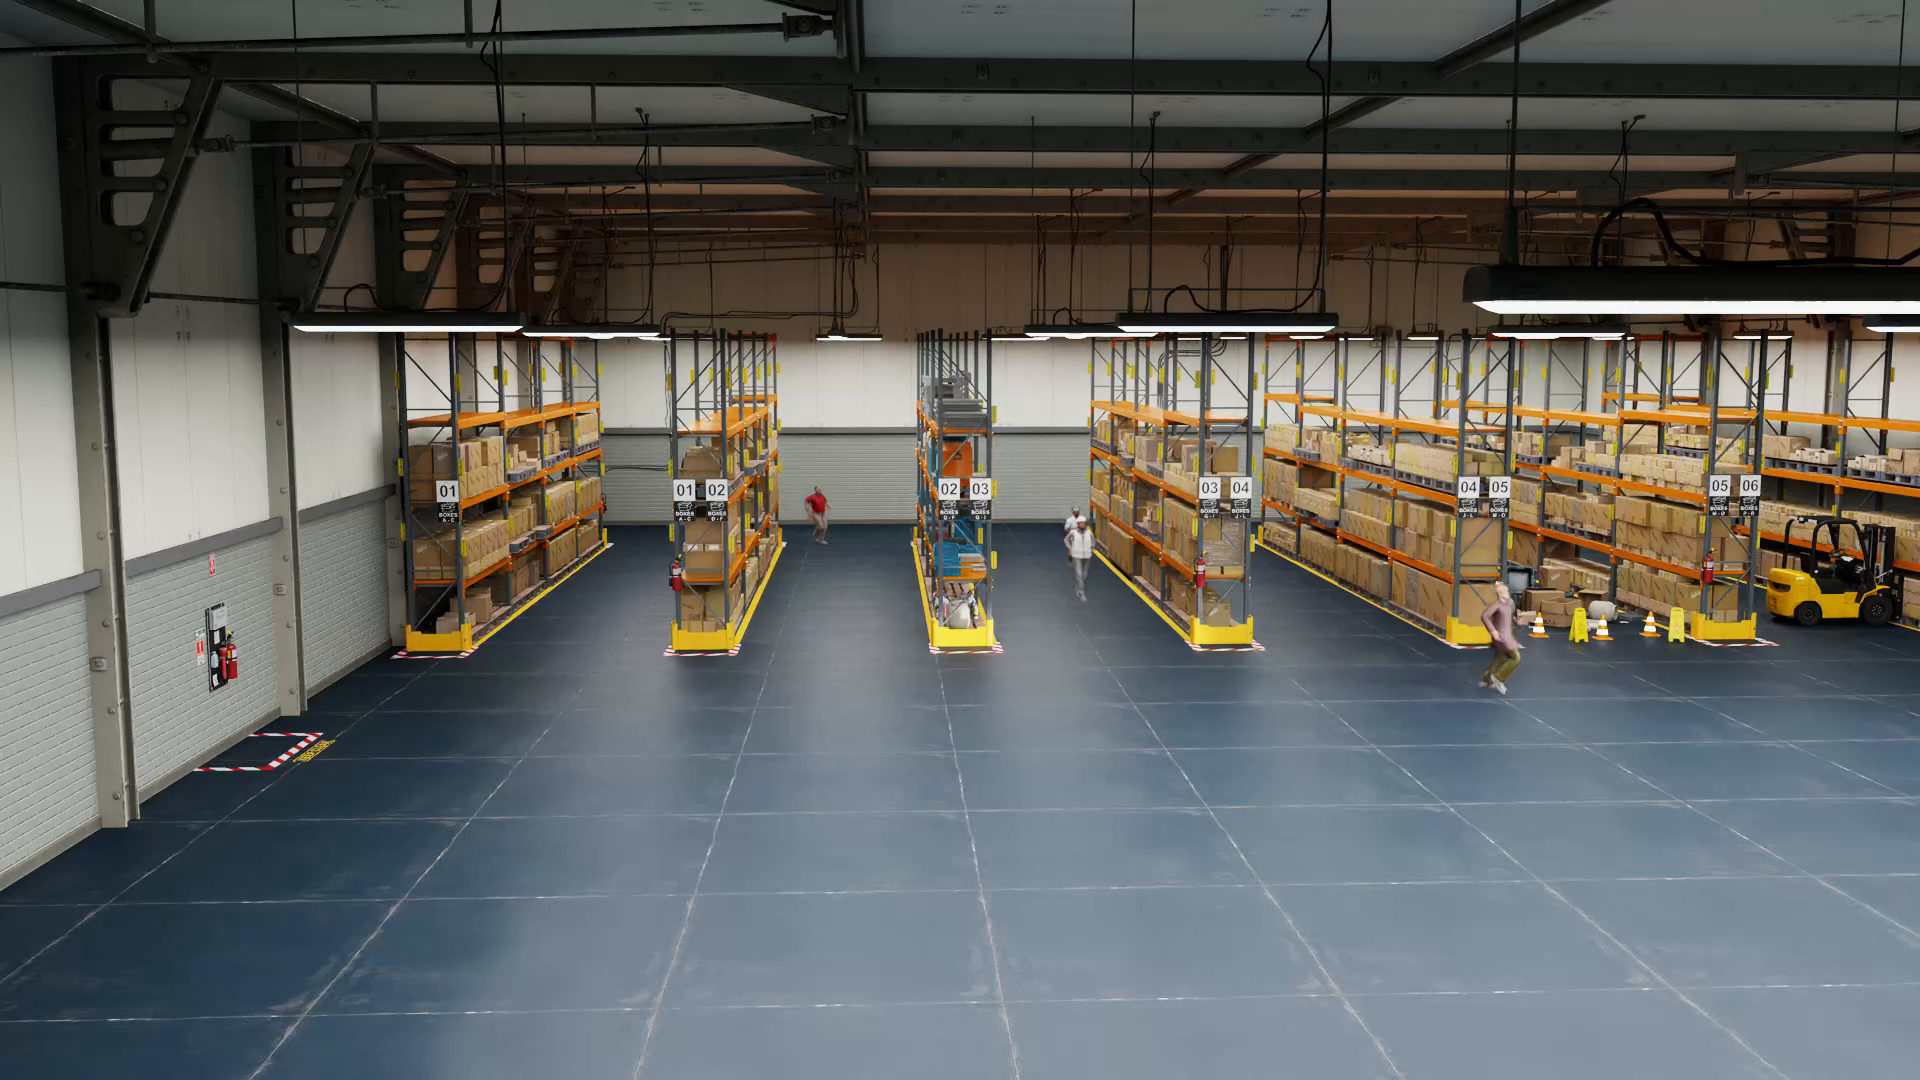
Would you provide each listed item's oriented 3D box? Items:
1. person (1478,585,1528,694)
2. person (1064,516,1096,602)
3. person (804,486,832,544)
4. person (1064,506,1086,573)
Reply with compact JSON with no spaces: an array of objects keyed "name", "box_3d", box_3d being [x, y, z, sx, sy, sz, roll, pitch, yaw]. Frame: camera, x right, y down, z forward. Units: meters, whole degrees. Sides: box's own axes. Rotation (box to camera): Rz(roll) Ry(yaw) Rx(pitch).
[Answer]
[{"name":"person","box_3d":[8.928,1.634,27.319,0.761,1.790,0.684,3,8,27]},{"name":"person","box_3d":[2.585,0.377,35.438,0.663,1.787,0.866,-2,7,-13]},{"name":"person","box_3d":[-4.026,-0.701,47.465,0.792,1.679,0.584,-6,9,-42]},{"name":"person","box_3d":[2.902,-0.036,41.882,0.556,1.664,0.684,-1,7,-9]}]
